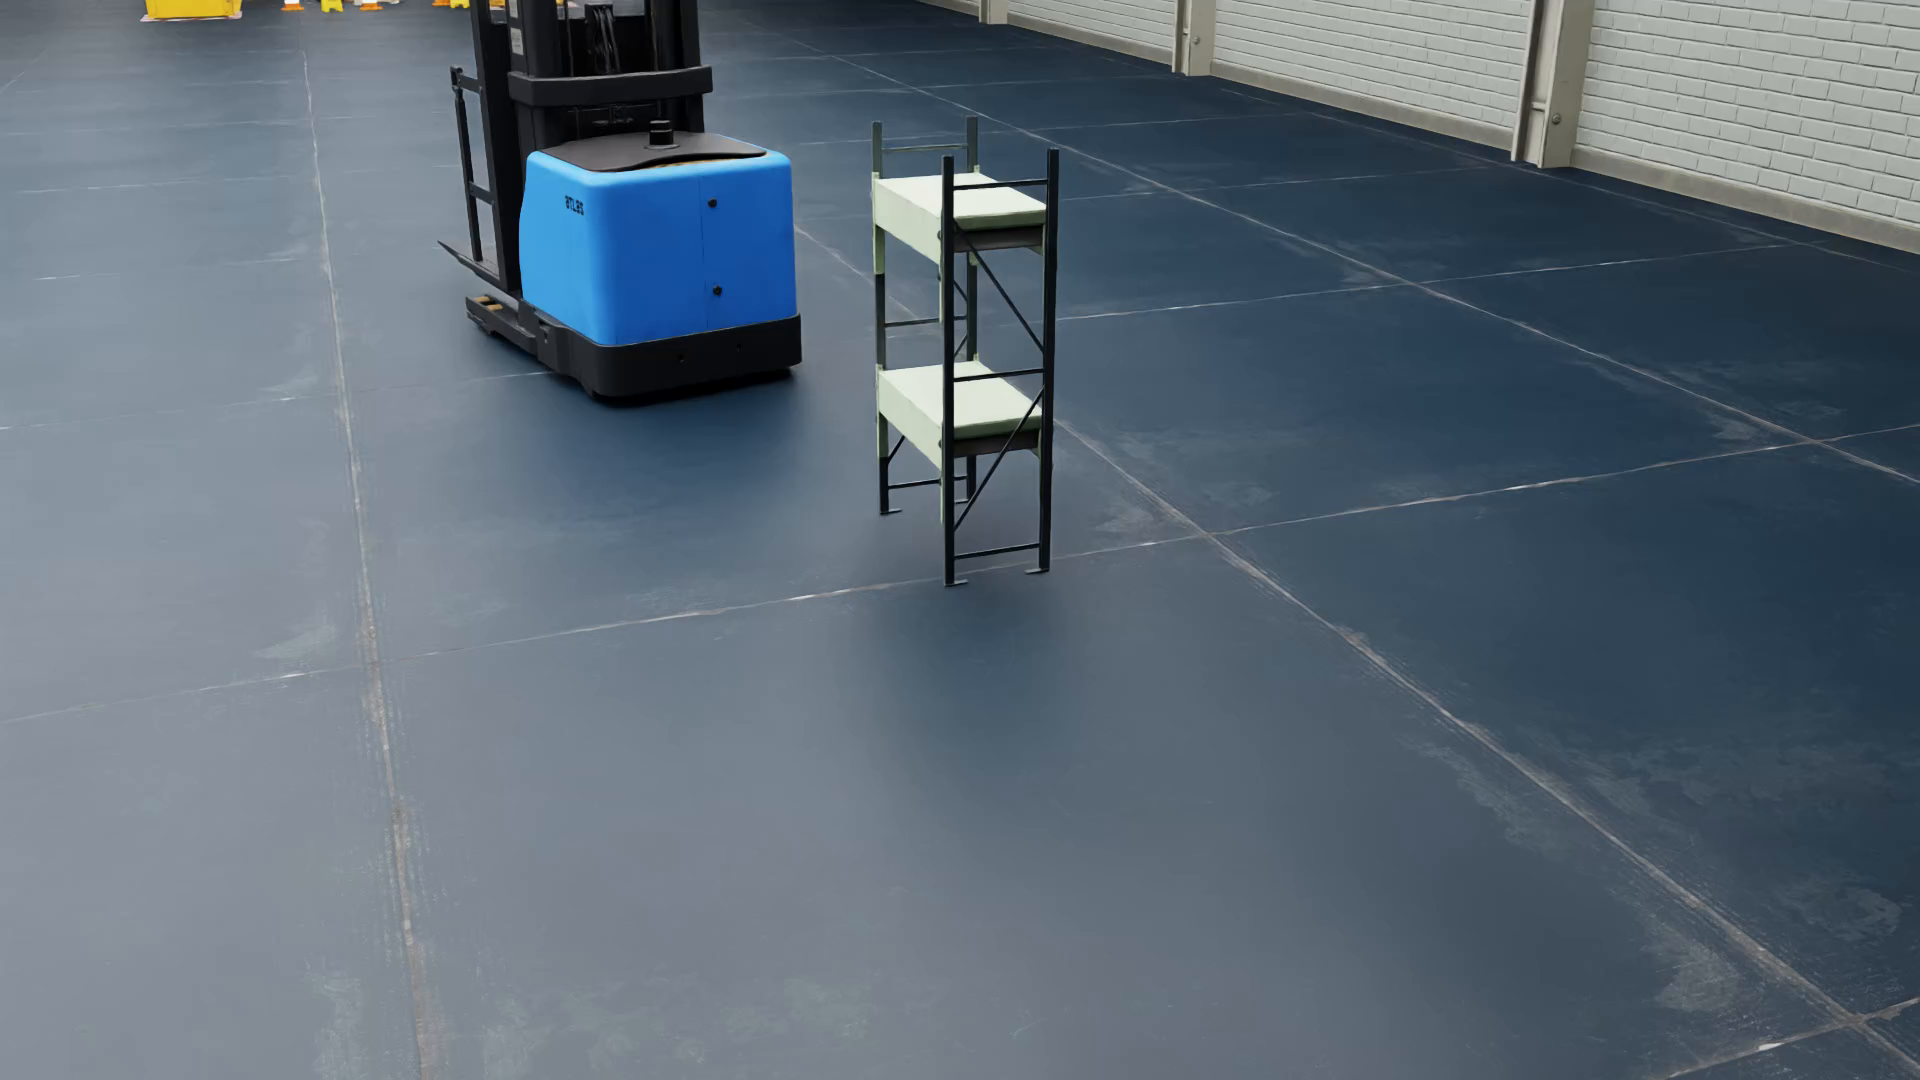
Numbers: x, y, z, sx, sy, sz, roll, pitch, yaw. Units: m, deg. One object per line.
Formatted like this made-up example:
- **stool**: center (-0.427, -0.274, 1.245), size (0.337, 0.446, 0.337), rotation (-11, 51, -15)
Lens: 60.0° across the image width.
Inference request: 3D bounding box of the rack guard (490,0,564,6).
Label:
- **rack guard**: center (-6.898, -8.806, 26.498), size (1.175, 0.500, 0.348), rotation (-8, 24, -19)

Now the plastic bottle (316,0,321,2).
- **plastic bottle**: center (-10.373, -8.782, 27.007), size (0.133, 0.061, 0.283), rotation (-18, 29, -37)

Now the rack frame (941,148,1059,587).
- **rack frame**: center (0.132, -0.556, 5.637), size (0.400, 1.500, 0.023), rotation (-8, 24, -19)

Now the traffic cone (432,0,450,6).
- **traffic cone**: center (-8.230, -8.740, 26.391), size (0.336, 0.463, 0.334), rotation (-8, 24, -19)

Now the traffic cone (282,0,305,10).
- **traffic cone**: center (-10.326, -8.433, 25.662), size (0.336, 0.463, 0.334), rotation (-8, 24, -19)

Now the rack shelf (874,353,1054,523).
- **rack shelf**: center (0.002, -0.388, 6.080), size (0.431, 0.370, 0.720), rotation (-8, 24, -19)

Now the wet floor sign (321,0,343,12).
- **wet floor sign**: center (-9.604, -8.390, 25.326), size (0.267, 0.644, 0.232), rotation (-13, 26, -28)

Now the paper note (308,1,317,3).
- **paper note**: center (-10.417, -8.633, 26.694), size (0.144, 0.017, 0.142), rotation (0, 23, -1)

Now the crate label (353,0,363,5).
- **crate label**: center (-9.484, -8.591, 26.457), size (0.298, 0.136, 0.250), rotation (18, 29, 36)

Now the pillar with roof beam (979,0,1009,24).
- **pillar with roof beam**: center (-3.540, -10.983, 20.721), size (9.100, 9.000, 0.400), rotation (-8, 24, -19)

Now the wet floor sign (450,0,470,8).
- **wet floor sign**: center (-7.805, -8.629, 25.893), size (0.267, 0.644, 0.232), rotation (0, 23, -1)

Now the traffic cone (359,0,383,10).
- **traffic cone**: center (-9.148, -8.464, 25.736), size (0.336, 0.463, 0.334), rotation (-8, 24, -19)

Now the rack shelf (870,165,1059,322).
- **rack shelf**: center (0.002, -1.048, 5.801), size (0.431, 0.370, 0.720), rotation (-8, 24, -19)

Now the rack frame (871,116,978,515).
- **rack frame**: center (-0.127, -0.822, 6.268), size (0.400, 1.500, 0.023), rotation (-8, 24, -19)

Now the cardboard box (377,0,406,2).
- **cardboard box**: center (-9.224, -8.815, 26.973), size (0.380, 0.149, 0.250), rotation (4, 23, 9)

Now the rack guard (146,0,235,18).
- **rack guard**: center (-11.458, -8.053, 24.714), size (1.175, 0.500, 0.348), rotation (-8, 24, -19)

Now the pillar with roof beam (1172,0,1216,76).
- **pillar with roof beam**: center (-1.420, -8.803, 15.549), size (9.100, 9.000, 0.400), rotation (-8, 24, -19)

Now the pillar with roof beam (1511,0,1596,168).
- **pillar with roof beam**: center (0.700, -6.622, 10.376), size (9.100, 9.000, 0.400), rotation (-8, 24, -19)

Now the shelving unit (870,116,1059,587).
- **shelving unit**: center (0.002, -0.689, 5.953), size (0.431, 1.500, 0.755), rotation (-8, 24, -19)

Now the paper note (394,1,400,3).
- **paper note**: center (-9.067, -8.632, 26.691), size (0.148, 0.019, 0.142), rotation (-18, 29, -37)

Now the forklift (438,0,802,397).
- **forklift**: center (-2.006, -2.526, 8.469), size (1.130, 2.935, 3.031), rotation (-14, 27, -31)

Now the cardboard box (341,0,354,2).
- **cardboard box**: center (-9.860, -9.070, 27.122), size (0.637, 0.503, 0.797), rotation (12, 26, 27)
